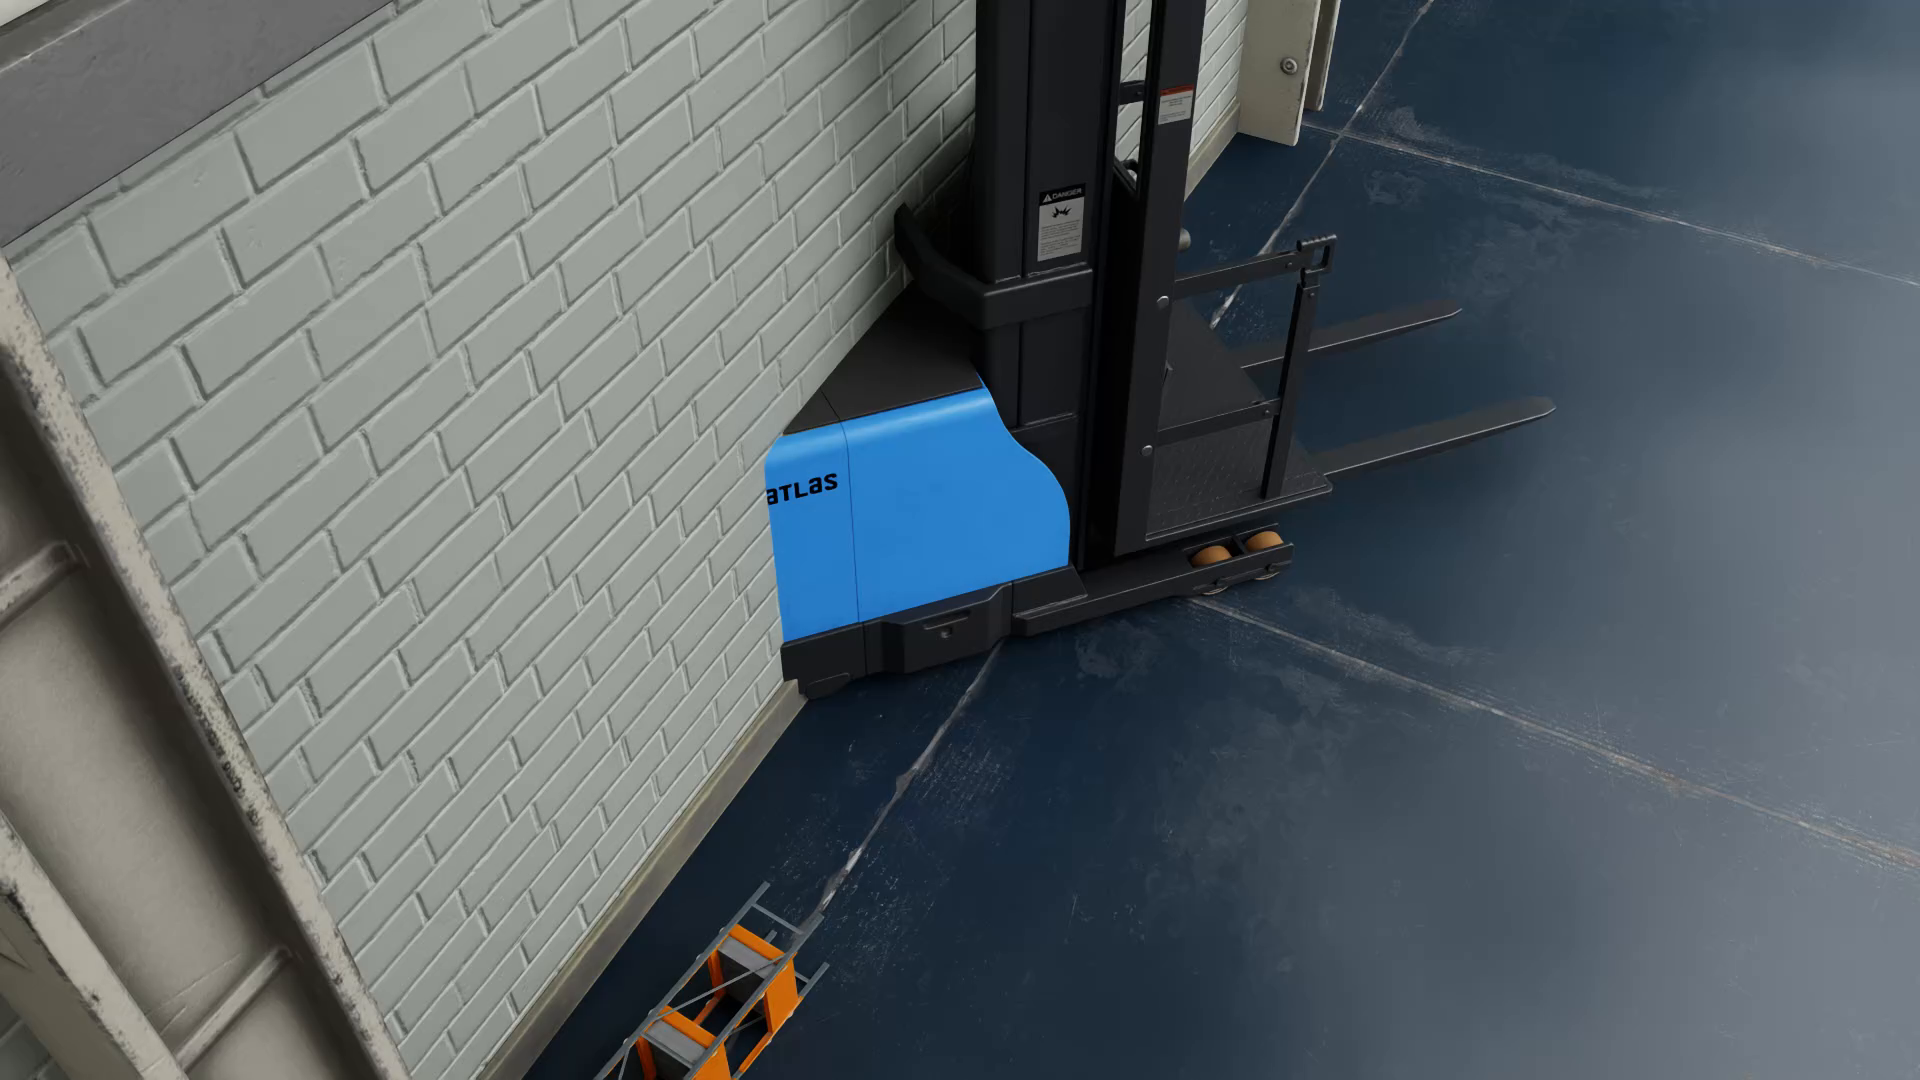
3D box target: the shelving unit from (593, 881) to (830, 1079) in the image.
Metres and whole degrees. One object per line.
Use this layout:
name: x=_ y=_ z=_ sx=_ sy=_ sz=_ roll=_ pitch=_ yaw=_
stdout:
shelving unit: x=-0.732 y=1.358 z=4.226 sx=0.215 sy=0.252 sz=1.050 roll=25 pitch=50 yaw=23

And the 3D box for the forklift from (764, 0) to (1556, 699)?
forklift: x=0.584 y=-1.186 z=4.862 sx=3.031 sy=2.935 sz=1.130 roll=-15 pitch=47 yaw=-14

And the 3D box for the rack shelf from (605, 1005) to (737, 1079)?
rack shelf: x=-0.737 y=1.365 z=4.220 sx=0.215 sy=0.240 sz=0.259 roll=25 pitch=50 yaw=23

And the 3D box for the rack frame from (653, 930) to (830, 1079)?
rack frame: x=-0.732 y=1.444 z=4.313 sx=0.200 sy=0.008 sz=1.050 roll=25 pitch=50 yaw=23

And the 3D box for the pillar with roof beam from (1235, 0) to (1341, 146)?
pillar with roof beam: x=5.275 y=-3.694 z=3.074 sx=9.100 sy=9.000 sz=0.400 roll=20 pitch=49 yaw=19

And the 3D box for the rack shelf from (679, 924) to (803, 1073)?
rack shelf: x=-0.581 y=1.196 z=4.386 sx=0.215 sy=0.240 sz=0.259 roll=25 pitch=50 yaw=23

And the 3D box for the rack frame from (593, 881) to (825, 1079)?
rack frame: x=-0.732 y=1.273 z=4.139 sx=0.200 sy=0.008 sz=1.050 roll=25 pitch=50 yaw=23
